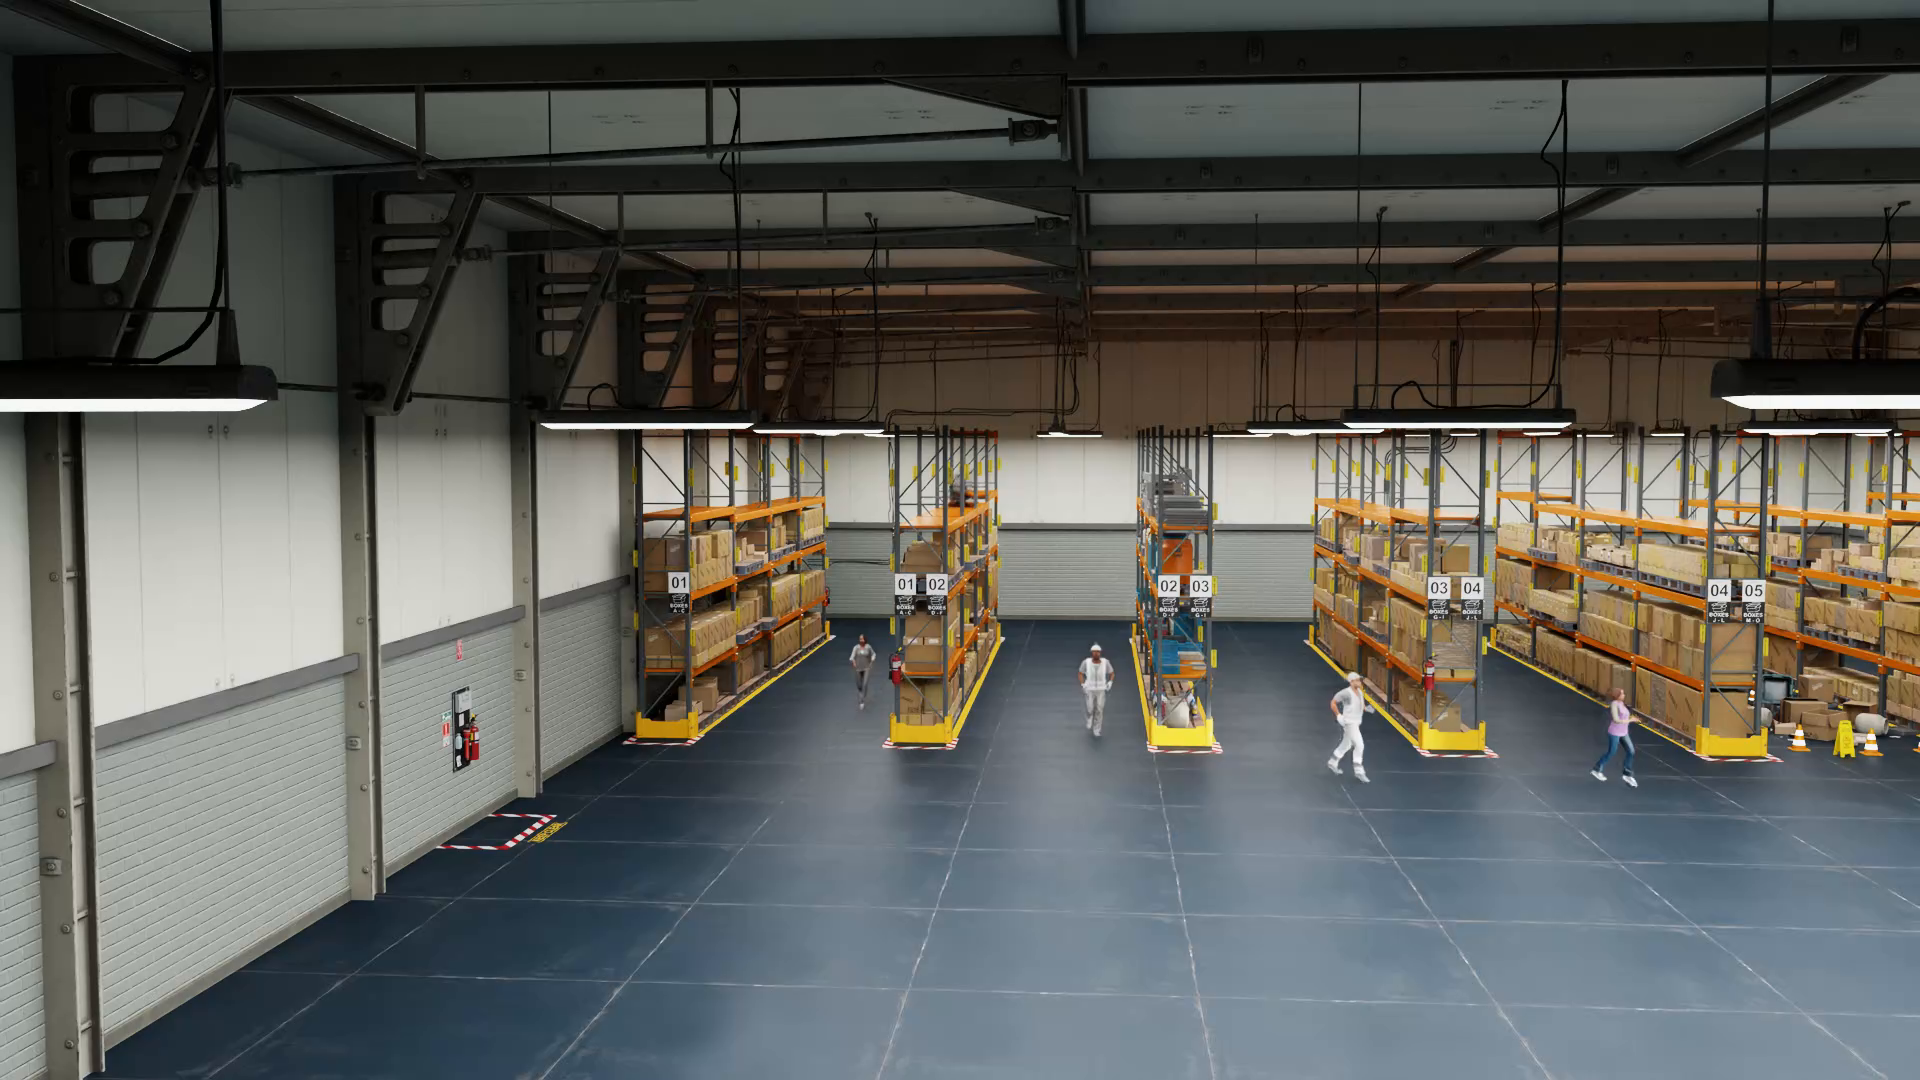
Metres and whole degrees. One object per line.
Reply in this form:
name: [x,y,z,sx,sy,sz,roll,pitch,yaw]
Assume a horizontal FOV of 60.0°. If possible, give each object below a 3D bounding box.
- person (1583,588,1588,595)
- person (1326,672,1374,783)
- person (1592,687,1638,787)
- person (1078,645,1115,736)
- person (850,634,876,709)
person: [16.984,2.168,45.260,0.544,1.725,0.737,-1,3,-8]
person: [6.586,3.126,28.064,0.853,1.822,0.642,3,4,37]
person: [10.900,3.266,27.600,0.513,1.616,0.750,-3,5,-45]
person: [2.658,2.908,32.358,0.704,1.755,0.619,0,3,1]
person: [-2.082,2.801,35.667,0.547,1.584,0.759,0,3,1]
